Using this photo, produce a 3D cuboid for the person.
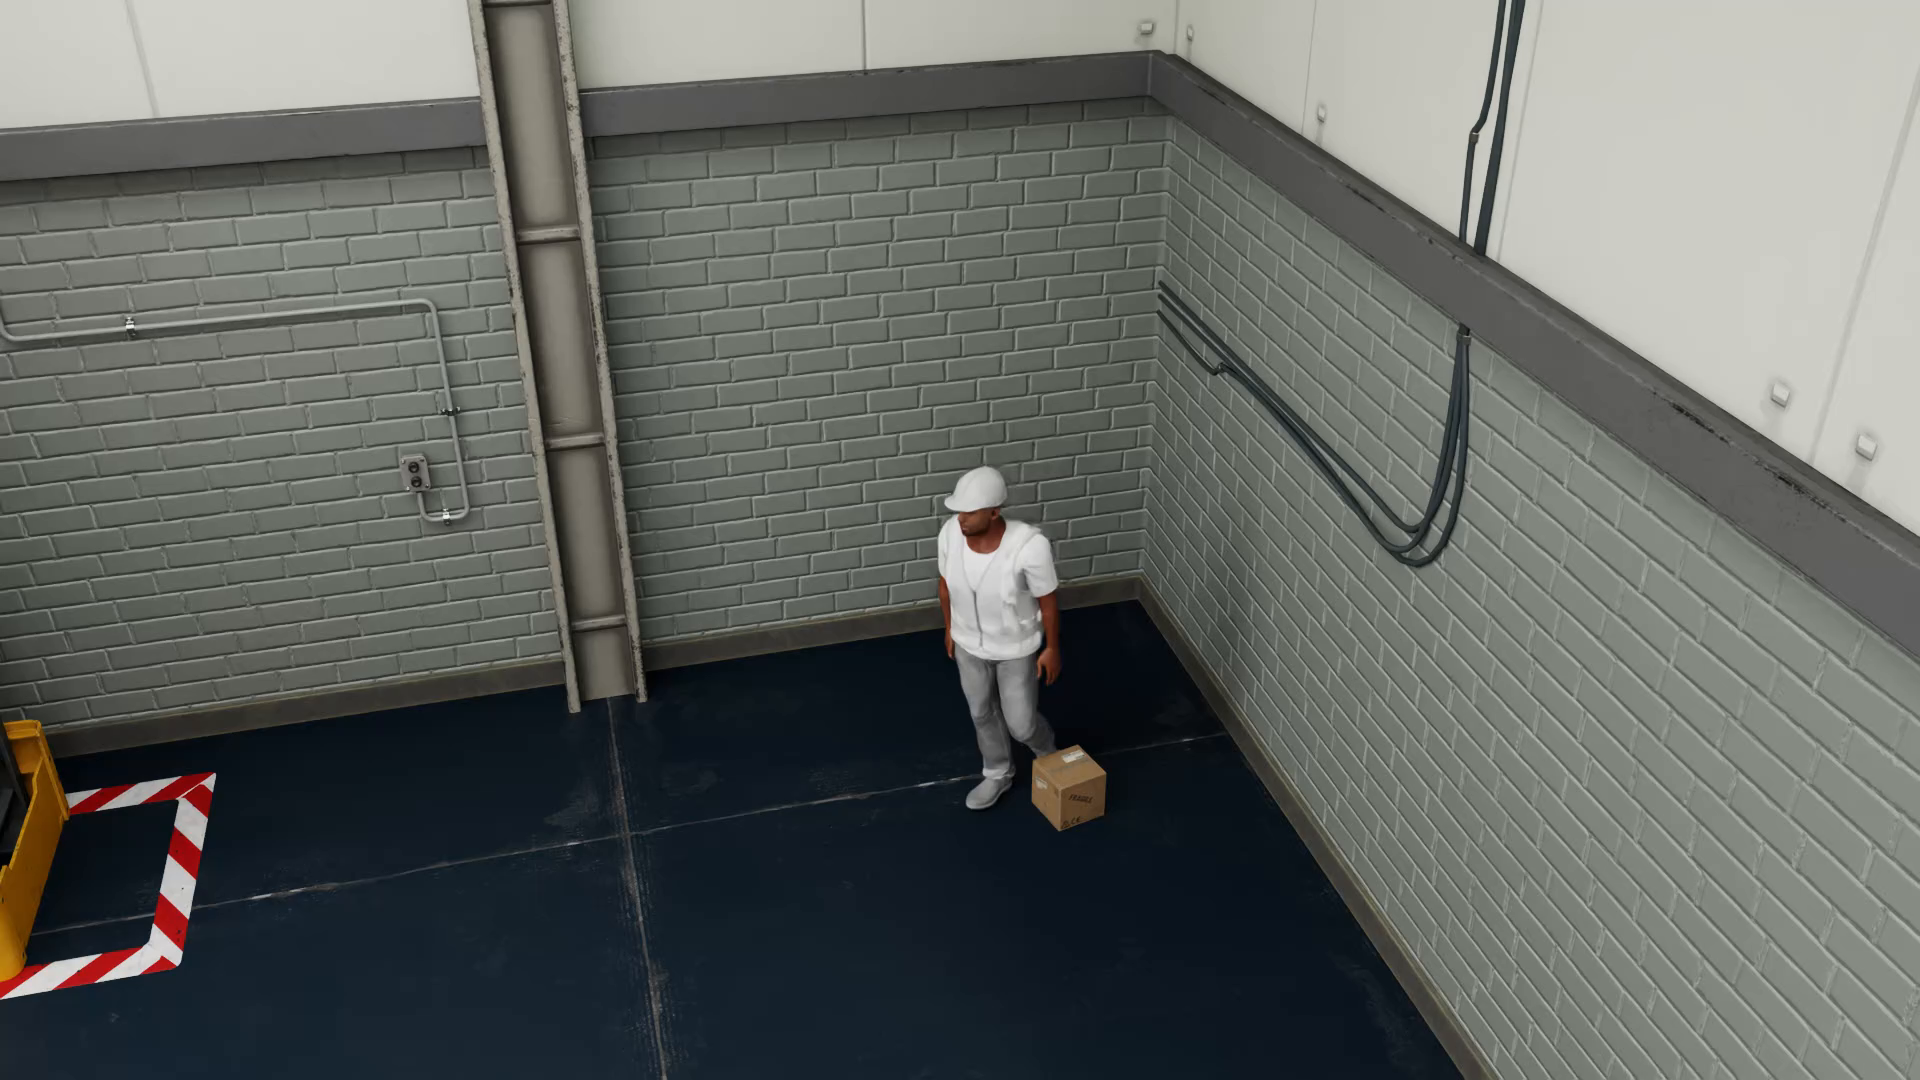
[{"bbox_3d":[0.190,0.427,7.482,0.609,1.759,0.579,15,33,24],"label":"person"}]
